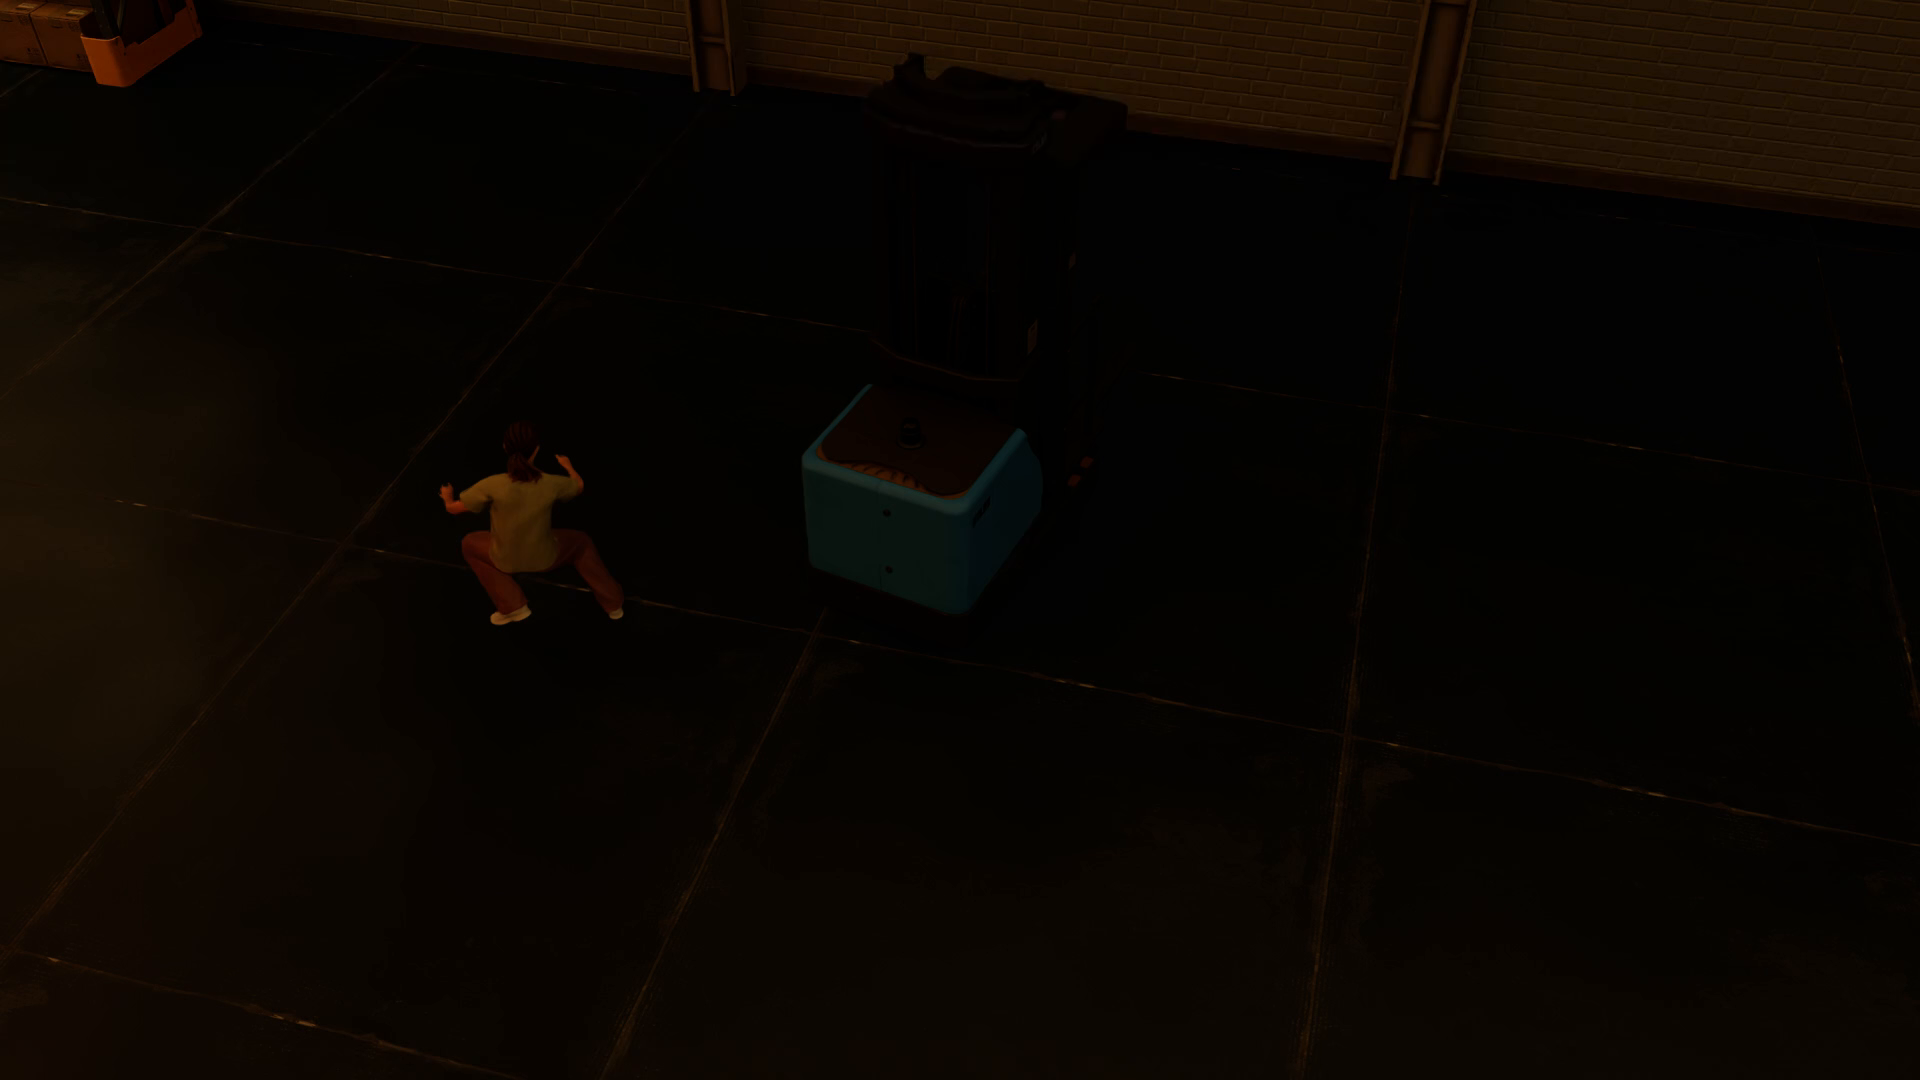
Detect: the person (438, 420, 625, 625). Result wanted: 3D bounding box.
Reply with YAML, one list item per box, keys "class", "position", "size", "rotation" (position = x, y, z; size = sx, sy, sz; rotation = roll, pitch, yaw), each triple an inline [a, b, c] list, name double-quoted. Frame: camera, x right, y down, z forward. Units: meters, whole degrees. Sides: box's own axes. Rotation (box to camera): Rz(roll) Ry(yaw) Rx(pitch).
- class: "person"
  position: [-2.360, -0.101, 9.079]
  size: [0.873, 1.473, 0.687]
  rotation: [-10, 42, -11]

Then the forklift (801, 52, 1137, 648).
- class: "forklift"
  position: [0.228, -1.470, 9.538]
  size: [1.130, 2.935, 3.031]
  rotation: [18, 44, 20]
